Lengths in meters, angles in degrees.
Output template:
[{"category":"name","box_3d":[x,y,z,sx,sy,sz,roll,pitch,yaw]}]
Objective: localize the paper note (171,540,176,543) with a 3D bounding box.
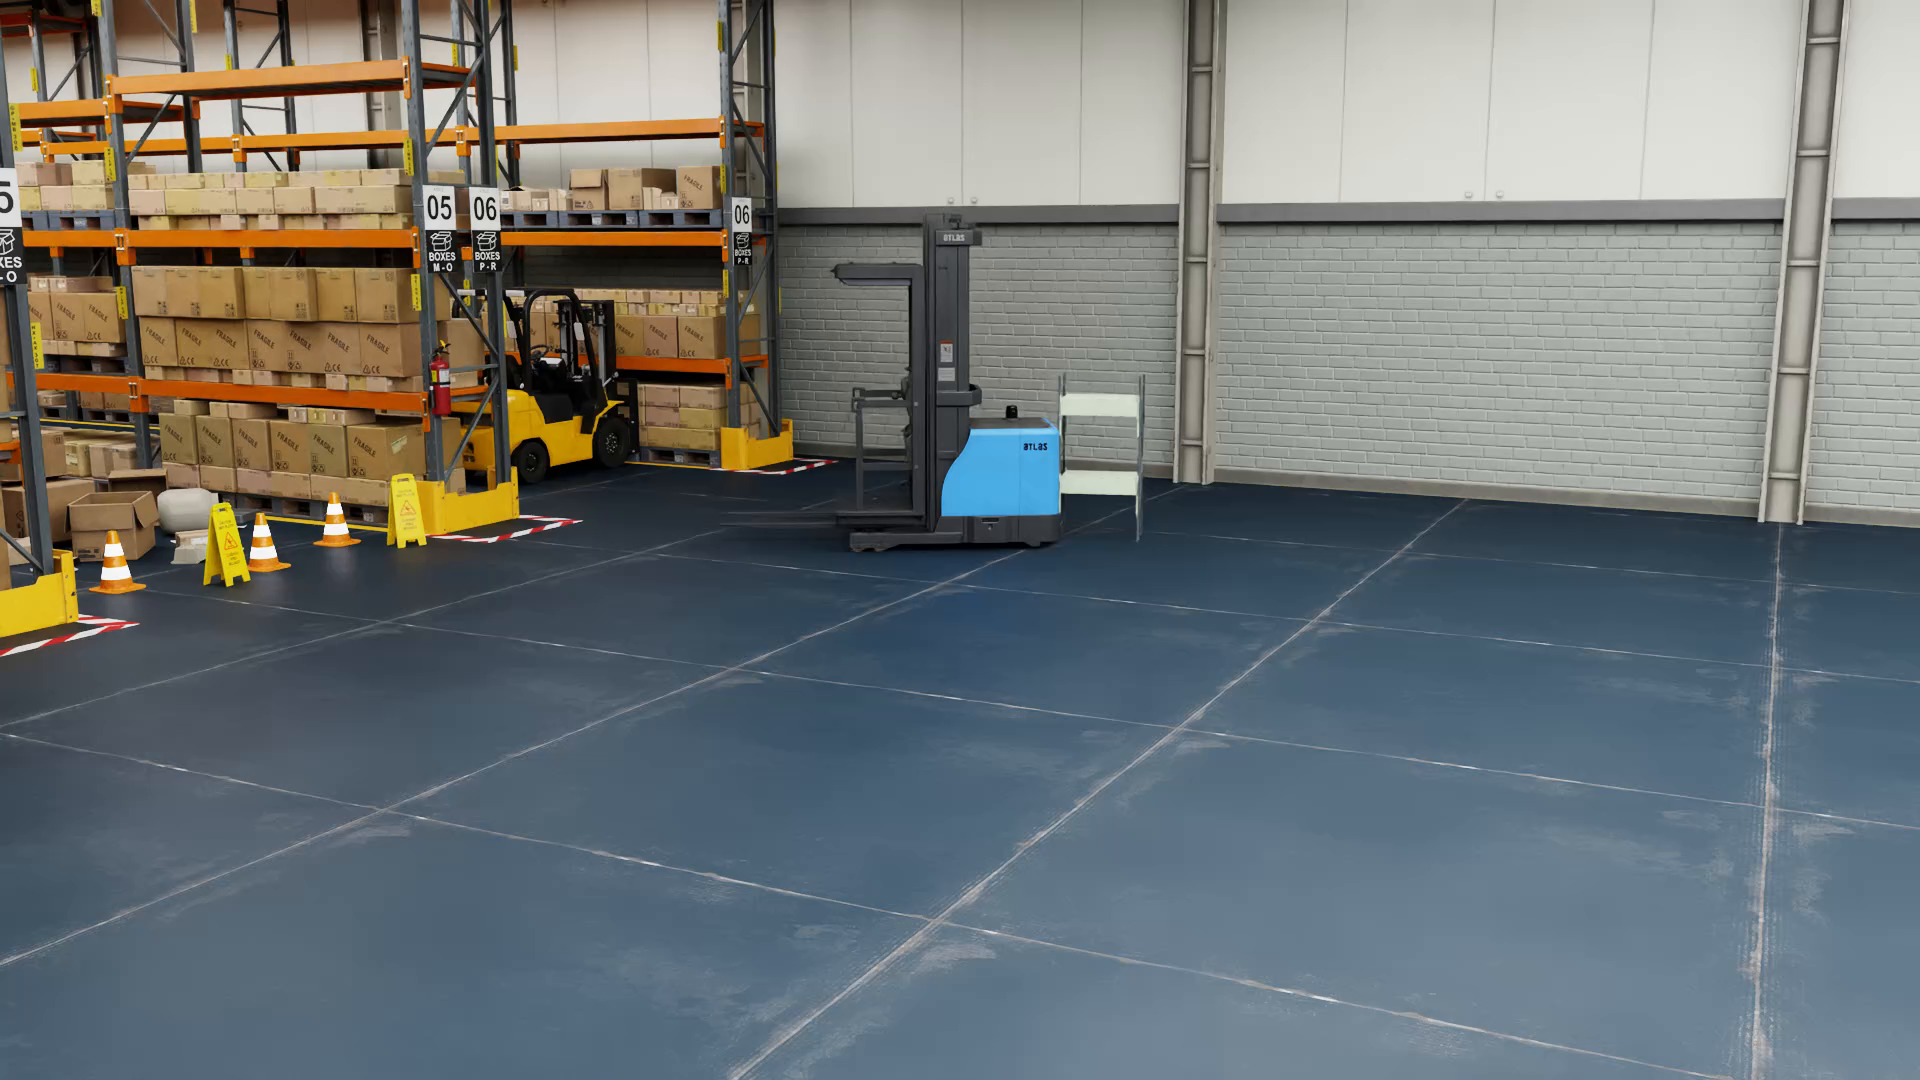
[{"category":"paper note","box_3d":[-7.116,0.001,15.193,0.148,0.019,0.142,-10,14,-43]}]

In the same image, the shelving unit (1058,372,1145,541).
[{"category":"shelving unit","box_3d":[1.297,-0.773,15.308,0.755,1.500,0.431,2,10,10]}]

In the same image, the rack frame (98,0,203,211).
[{"category":"rack frame","box_3d":[-8.279,-4.886,16.977,0.127,3.000,1.000,5,11,26]}]

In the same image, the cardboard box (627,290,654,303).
[{"category":"cardboard box","box_3d":[-3.868,-2.986,20.388,0.250,0.149,0.380,5,12,27]}]

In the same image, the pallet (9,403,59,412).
[{"category":"pallet","box_3d":[-14.974,-2.135,26.455,1.213,0.211,1.003,5,11,26]}]

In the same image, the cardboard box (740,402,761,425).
[{"category":"cardboard box","box_3d":[-2.829,-1.581,20.703,0.500,0.250,0.500,5,12,27]}]

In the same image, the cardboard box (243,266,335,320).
[{"category":"cardboard box","box_3d":[-6.586,-2.438,16.373,0.500,0.500,0.700,5,11,25]}]

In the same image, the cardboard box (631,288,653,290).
[{"category":"cardboard box","box_3d":[-4.080,-3.113,21.092,0.250,0.149,0.380,5,11,26]}]

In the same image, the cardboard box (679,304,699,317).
[{"category":"cardboard box","box_3d":[-3.176,-2.778,20.074,0.250,0.149,0.380,5,12,27]}]

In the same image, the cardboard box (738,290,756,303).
[{"category":"cardboard box","box_3d":[-2.706,-2.987,20.393,0.250,0.149,0.380,5,11,25]}]

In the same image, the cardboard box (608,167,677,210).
[{"category":"cardboard box","box_3d":[-3.878,-4.285,20.341,0.500,0.500,0.700,5,11,26]}]

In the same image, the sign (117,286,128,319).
[{"category":"sign","box_3d":[-8.521,-2.414,16.917,0.005,0.325,0.100,5,11,26]}]

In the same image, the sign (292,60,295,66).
[{"category":"sign","box_3d":[-9.431,-6.620,23.495,0.005,0.325,0.100,5,11,26]}]

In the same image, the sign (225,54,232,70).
[{"category":"sign","box_3d":[-9.905,-6.405,22.527,0.005,0.325,0.100,5,11,26]}]

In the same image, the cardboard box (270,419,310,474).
[{"category":"cardboard box","box_3d":[-6.445,-0.944,16.479,0.500,0.500,0.500,5,11,24]}]

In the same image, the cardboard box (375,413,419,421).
[{"category":"cardboard box","box_3d":[-5.785,-0.991,16.740,0.500,0.500,0.500,5,11,24]}]

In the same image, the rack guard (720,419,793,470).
[{"category":"rack guard","box_3d":[-2.477,-1.180,20.364,0.348,0.500,1.175,5,11,26]}]

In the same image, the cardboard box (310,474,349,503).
[{"category":"cardboard box","box_3d":[-5.997,-0.535,16.324,0.500,0.250,0.500,5,11,26]}]

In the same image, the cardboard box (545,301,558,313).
[{"category":"cardboard box","box_3d":[-5.015,-2.940,20.967,0.250,0.149,0.380,5,11,25]}]

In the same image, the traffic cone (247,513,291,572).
[{"category":"traffic cone","box_3d":[-5.835,0.006,13.917,0.334,0.463,0.336,5,11,26]}]

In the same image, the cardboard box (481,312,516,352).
[{"category":"cardboard box","box_3d":[-5.804,-2.699,21.461,0.500,0.500,0.500,5,11,24]}]

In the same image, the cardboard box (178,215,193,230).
[{"category":"cardboard box","box_3d":[-7.627,-3.191,16.741,0.250,0.149,0.380,5,11,26]}]

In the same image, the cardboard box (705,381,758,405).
[{"category":"cardboard box","box_3d":[-2.846,-1.825,20.646,0.500,0.250,0.500,5,11,25]}]

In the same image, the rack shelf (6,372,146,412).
[{"category":"rack shelf","box_3d":[-10.073,-1.737,18.446,4.000,0.370,1.077,5,11,26]}]

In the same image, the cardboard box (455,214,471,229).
[{"category":"cardboard box","box_3d":[-4.846,-3.049,15.956,0.250,0.149,0.380,5,11,26]}]

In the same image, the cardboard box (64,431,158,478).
[{"category":"cardboard box","box_3d":[-9.397,-0.944,18.244,0.625,0.372,0.950,6,12,29]}]

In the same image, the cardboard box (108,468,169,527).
[{"category":"cardboard box","box_3d":[-7.920,-0.403,16.067,0.500,0.500,0.500,-4,11,-23]}]

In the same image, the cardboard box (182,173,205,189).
[{"category":"cardboard box","box_3d":[-7.438,-3.538,16.422,0.250,0.149,0.380,5,11,25]}]

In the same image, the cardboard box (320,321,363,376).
[{"category":"cardboard box","box_3d":[-5.748,-1.853,15.950,0.500,0.500,0.500,5,11,26]}]

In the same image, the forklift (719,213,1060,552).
[{"category":"forklift","box_3d":[-0.646,-1.436,14.953,3.031,2.935,1.130,-1,10,-3]}]

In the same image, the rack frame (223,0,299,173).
[{"category":"rack frame","box_3d":[-9.673,-5.994,23.101,0.127,3.000,1.000,5,11,26]}]

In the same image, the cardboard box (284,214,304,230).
[{"category":"cardboard box","box_3d":[-6.272,-3.060,16.016,0.250,0.149,0.380,5,11,24]}]

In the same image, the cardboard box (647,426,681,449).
[{"category":"cardboard box","box_3d":[-3.502,-1.292,20.510,0.500,0.250,0.500,5,11,26]}]

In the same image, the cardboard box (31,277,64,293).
[{"category":"cardboard box","box_3d":[-9.673,-2.725,17.770,0.250,0.149,0.380,4,11,23]}]

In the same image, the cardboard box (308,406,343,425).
[{"category":"cardboard box","box_3d":[-6.109,-1.220,16.184,0.250,0.149,0.380,5,12,27]}]

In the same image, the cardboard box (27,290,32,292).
[{"category":"cardboard box","box_3d":[-10.170,-2.457,18.110,0.500,0.500,0.500,5,11,24]}]

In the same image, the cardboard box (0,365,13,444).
[{"category":"cardboard box","box_3d":[-7.144,-0.916,11.466,0.550,0.550,0.875,5,11,26]}]

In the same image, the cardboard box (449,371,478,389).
[{"category":"cardboard box","box_3d":[-4.905,-1.555,16.123,0.250,0.149,0.380,5,11,26]}]

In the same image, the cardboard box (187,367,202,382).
[{"category":"cardboard box","box_3d":[-7.637,-1.706,16.961,0.250,0.149,0.380,5,11,26]}]

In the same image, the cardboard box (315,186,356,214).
[{"category":"cardboard box","box_3d":[-5.715,-3.206,15.707,0.500,0.250,0.500,5,11,25]}]

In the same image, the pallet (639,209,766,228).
[{"category":"pallet","box_3d":[-3.122,-3.904,20.223,1.213,0.211,1.003,5,11,26]}]

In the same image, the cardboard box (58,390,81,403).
[{"category":"cardboard box","box_3d":[-13.748,-2.330,26.075,0.500,0.311,0.500,5,12,28]}]

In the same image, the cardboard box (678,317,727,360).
[{"category":"cardboard box","box_3d":[-3.056,-2.458,20.125,0.500,0.500,0.500,5,11,25]}]

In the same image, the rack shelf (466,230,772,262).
[{"category":"rack shelf","box_3d":[-4.293,-3.691,20.819,4.000,0.370,1.077,5,11,26]}]

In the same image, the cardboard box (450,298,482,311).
[{"category":"cardboard box","box_3d":[-6.491,-3.087,21.779,0.250,0.149,0.380,5,12,28]}]

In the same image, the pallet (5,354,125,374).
[{"category":"pallet","box_3d":[-10.073,-2.005,18.444,1.213,0.211,1.003,5,11,26]}]

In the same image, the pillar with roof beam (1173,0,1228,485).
[{"category":"pillar with roof beam","box_3d":[0.751,-4.402,14.305,0.400,9.000,9.100,5,11,26]}]

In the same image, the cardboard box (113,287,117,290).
[{"category":"cardboard box","box_3d":[-12.461,-3.498,24.697,0.500,0.500,0.700,5,11,26]}]

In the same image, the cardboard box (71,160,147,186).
[{"category":"cardboard box","box_3d":[-8.855,-3.814,17.316,0.500,0.250,0.500,5,12,27]}]

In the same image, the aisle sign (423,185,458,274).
[{"category":"aisle sign","box_3d":[-4.765,-2.846,15.256,0.004,0.787,0.394,5,11,26]}]

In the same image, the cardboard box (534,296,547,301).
[{"category":"cardboard box","box_3d":[-5.239,-3.107,21.060,0.250,0.149,0.380,5,12,27]}]

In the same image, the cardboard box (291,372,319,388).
[{"category":"cardboard box","box_3d":[-6.300,-1.580,16.261,0.250,0.149,0.380,5,11,25]}]

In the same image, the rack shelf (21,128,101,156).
[{"category":"rack shelf","box_3d":[-15.054,-6.111,25.777,4.000,0.370,1.077,5,11,26]}]

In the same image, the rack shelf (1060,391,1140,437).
[{"category":"rack shelf","box_3d":[1.297,-1.157,15.239,0.720,0.370,0.431,2,10,10]}]

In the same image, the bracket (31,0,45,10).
[{"category":"bracket","box_3d":[-14.015,-8.255,25.488,0.430,0.232,0.235,5,11,26]}]

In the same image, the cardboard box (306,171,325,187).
[{"category":"cardboard box","box_3d":[-5.998,-3.435,15.851,0.250,0.149,0.380,5,11,26]}]
